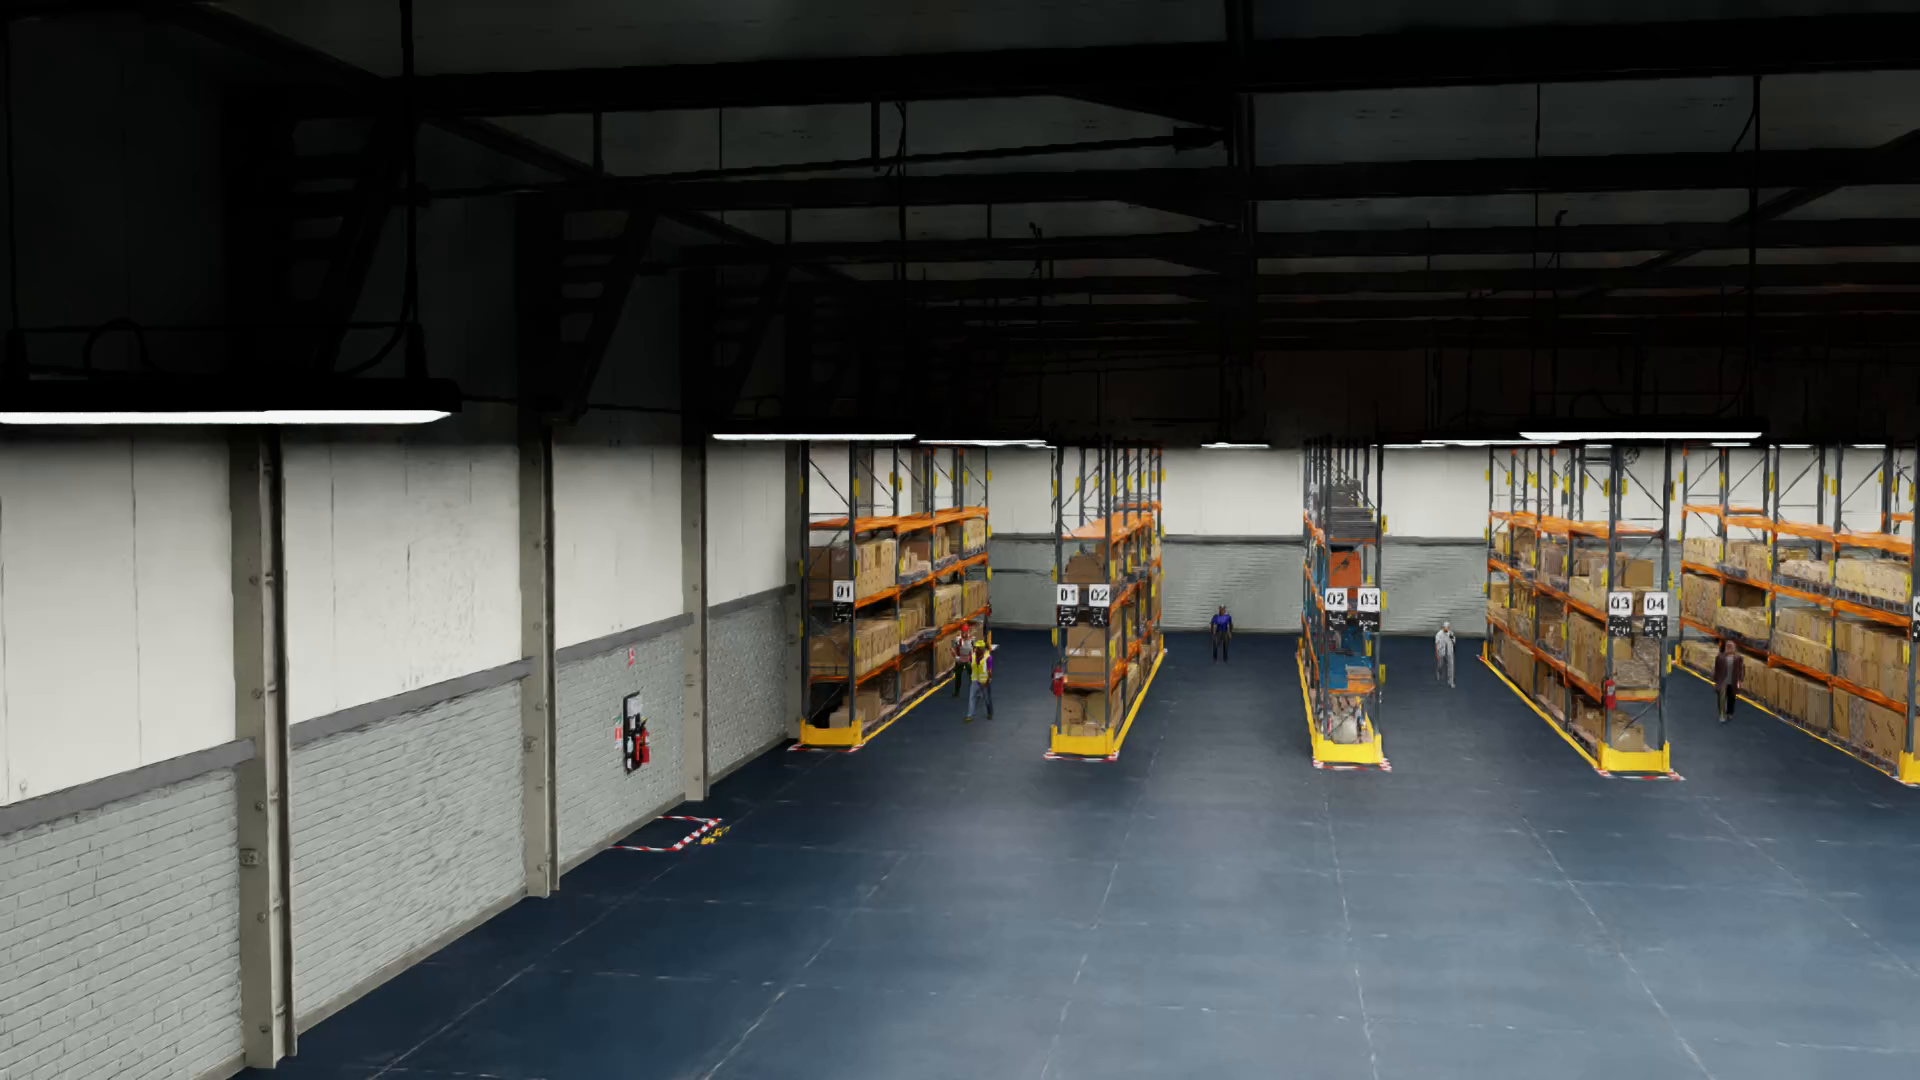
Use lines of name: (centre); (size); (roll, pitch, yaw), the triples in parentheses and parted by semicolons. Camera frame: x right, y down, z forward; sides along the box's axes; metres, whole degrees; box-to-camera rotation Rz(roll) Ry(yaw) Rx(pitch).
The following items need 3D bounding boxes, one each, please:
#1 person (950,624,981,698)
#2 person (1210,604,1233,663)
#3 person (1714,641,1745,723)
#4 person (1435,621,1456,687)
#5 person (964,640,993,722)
person: (0.112, 2.779, 38.344); (0.686, 1.716, 0.838); (0, 3, -5)
person: (7.020, 2.516, 44.633); (0.592, 1.604, 0.518); (0, 3, 8)
person: (16.124, 2.964, 34.834); (0.571, 1.716, 1.050); (1, 3, 19)
person: (11.748, 2.741, 40.253); (0.497, 1.583, 1.090); (1, 3, 12)
person: (0.438, 2.962, 35.093); (0.570, 1.708, 1.041); (1, 3, 19)
